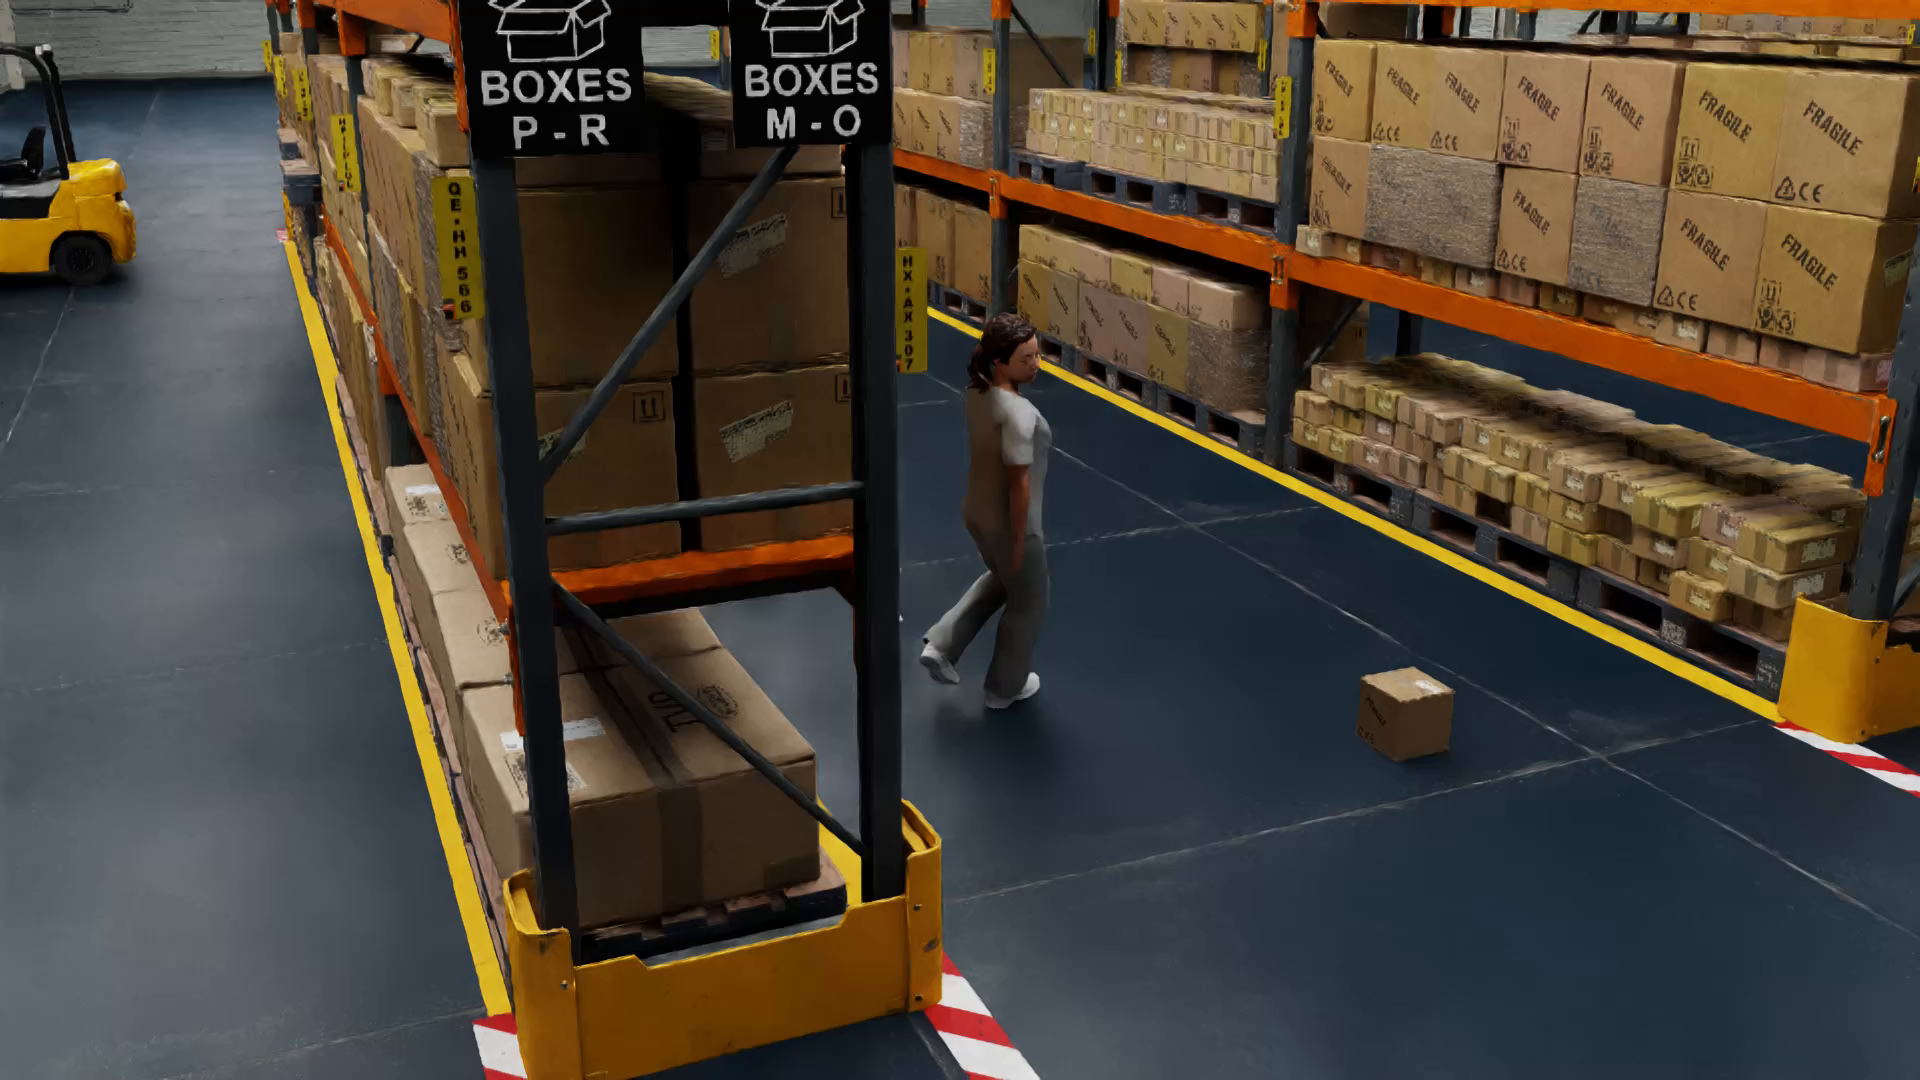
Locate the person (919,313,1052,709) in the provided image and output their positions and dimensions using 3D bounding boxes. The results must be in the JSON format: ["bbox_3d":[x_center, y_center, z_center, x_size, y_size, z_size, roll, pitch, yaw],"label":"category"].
[{"bbox_3d":[0.166,-0.065,6.333,0.567,1.620,0.531,-11,22,-28],"label":"person"}]
